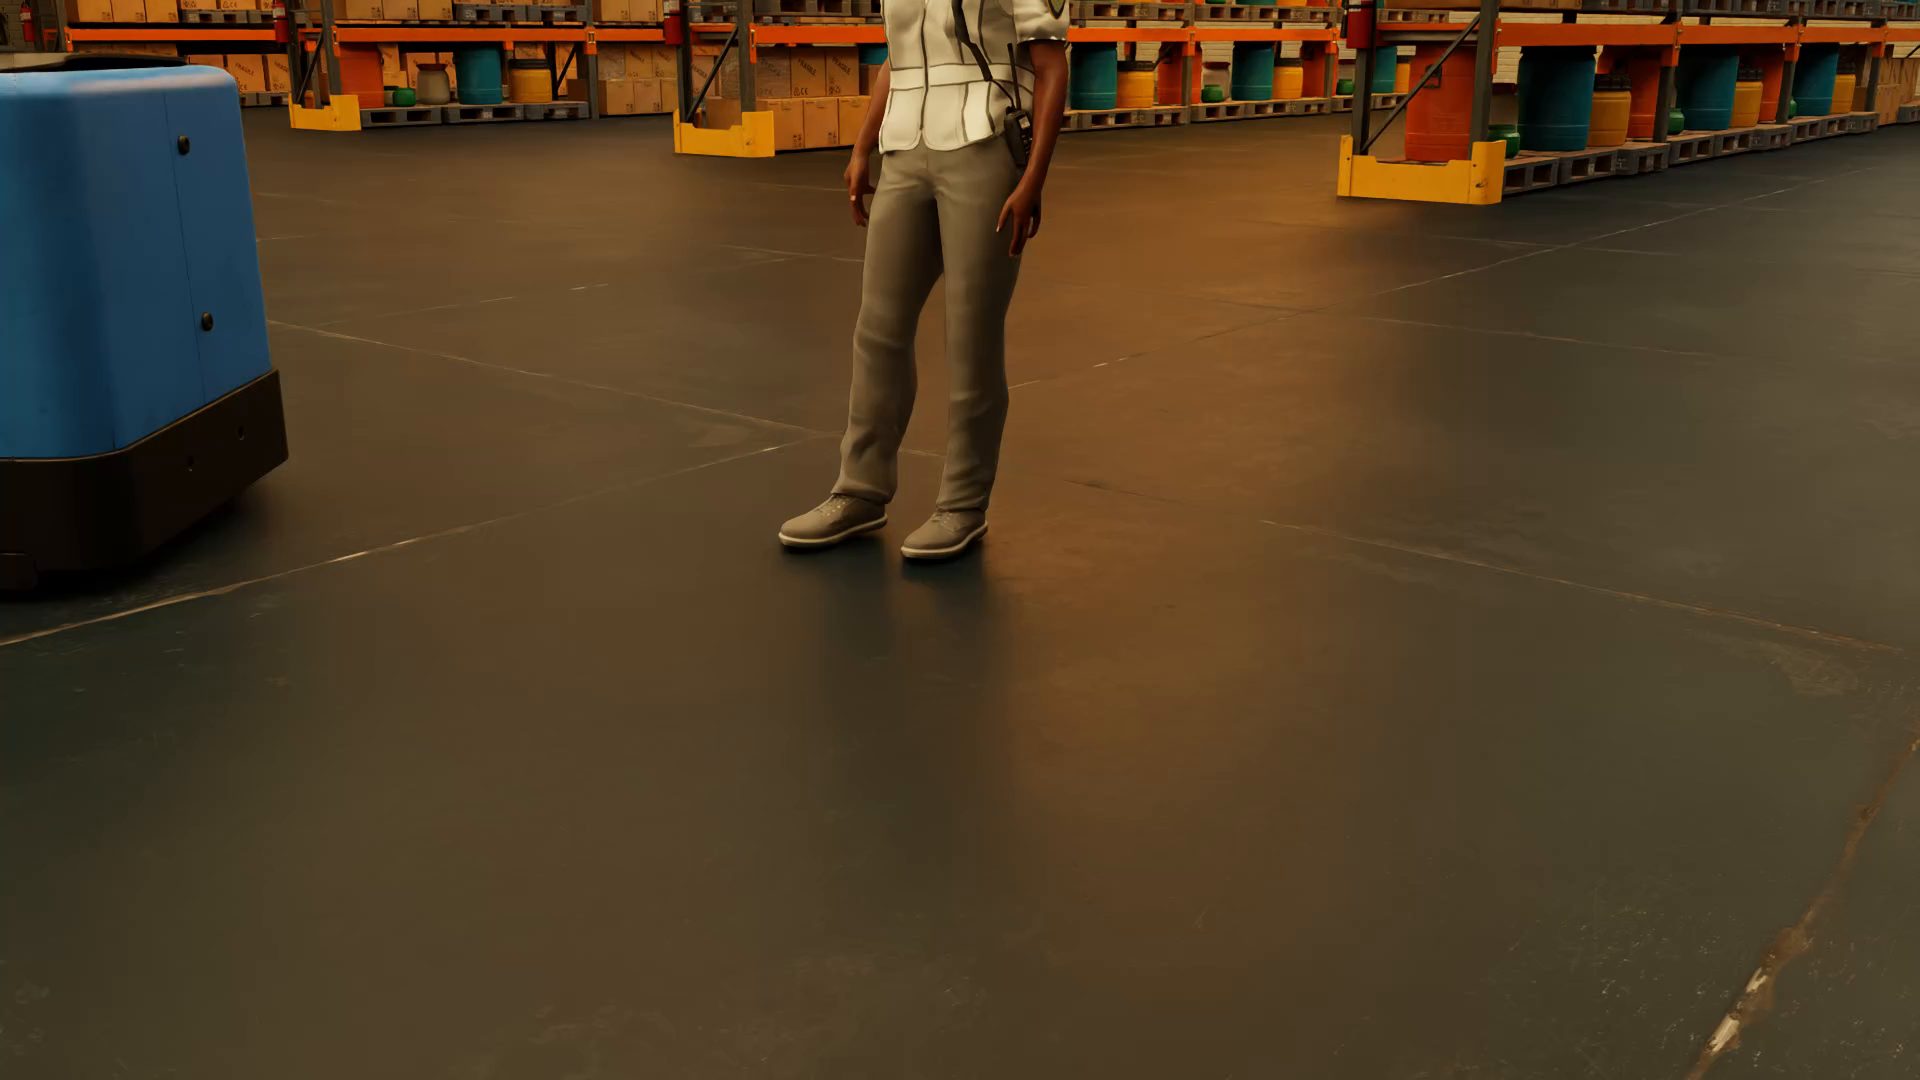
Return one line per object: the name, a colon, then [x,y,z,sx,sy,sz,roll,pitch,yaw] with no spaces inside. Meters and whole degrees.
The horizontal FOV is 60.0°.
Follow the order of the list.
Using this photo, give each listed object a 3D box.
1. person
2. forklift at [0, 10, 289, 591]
person: [-0.063,-0.805,3.650,0.569,1.695,0.528,13,21,37]
forklift: [-3.278,-1.409,3.538,3.031,2.935,1.130,0,17,-2]
